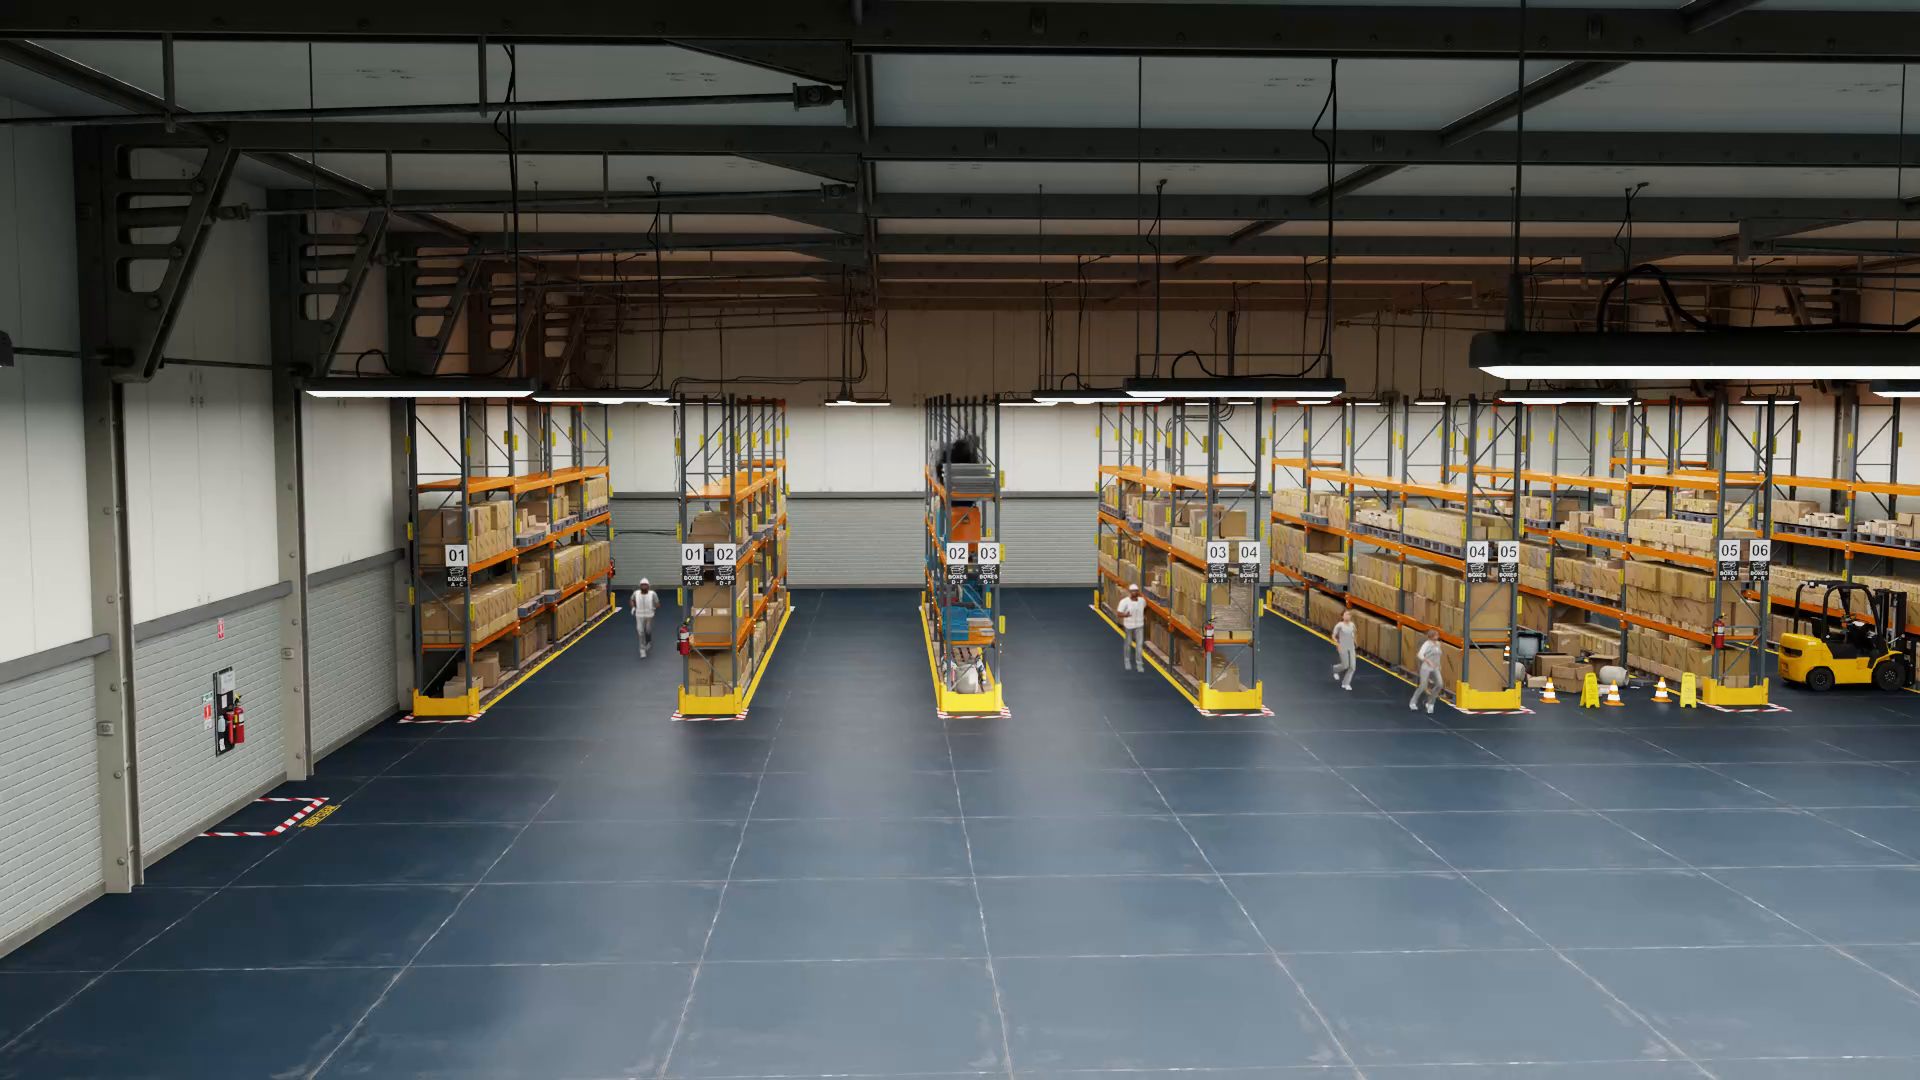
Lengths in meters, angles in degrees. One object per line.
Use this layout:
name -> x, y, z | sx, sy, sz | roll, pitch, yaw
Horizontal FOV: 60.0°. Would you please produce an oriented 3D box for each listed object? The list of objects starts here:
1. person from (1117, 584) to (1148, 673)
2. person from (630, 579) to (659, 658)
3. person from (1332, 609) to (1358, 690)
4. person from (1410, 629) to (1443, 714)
person -> 3.593, 1.817, 34.385 | 0.695, 1.811, 0.893 | -1, 5, -9
person -> -7.293, 1.790, 38.474 | 0.683, 1.789, 0.982 | -1, 5, -9
person -> 7.897, 2.230, 34.089 | 0.572, 1.631, 0.636 | -1, 5, -14
person -> 8.881, 2.465, 31.383 | 0.602, 1.587, 0.614 | -2, 5, -25
